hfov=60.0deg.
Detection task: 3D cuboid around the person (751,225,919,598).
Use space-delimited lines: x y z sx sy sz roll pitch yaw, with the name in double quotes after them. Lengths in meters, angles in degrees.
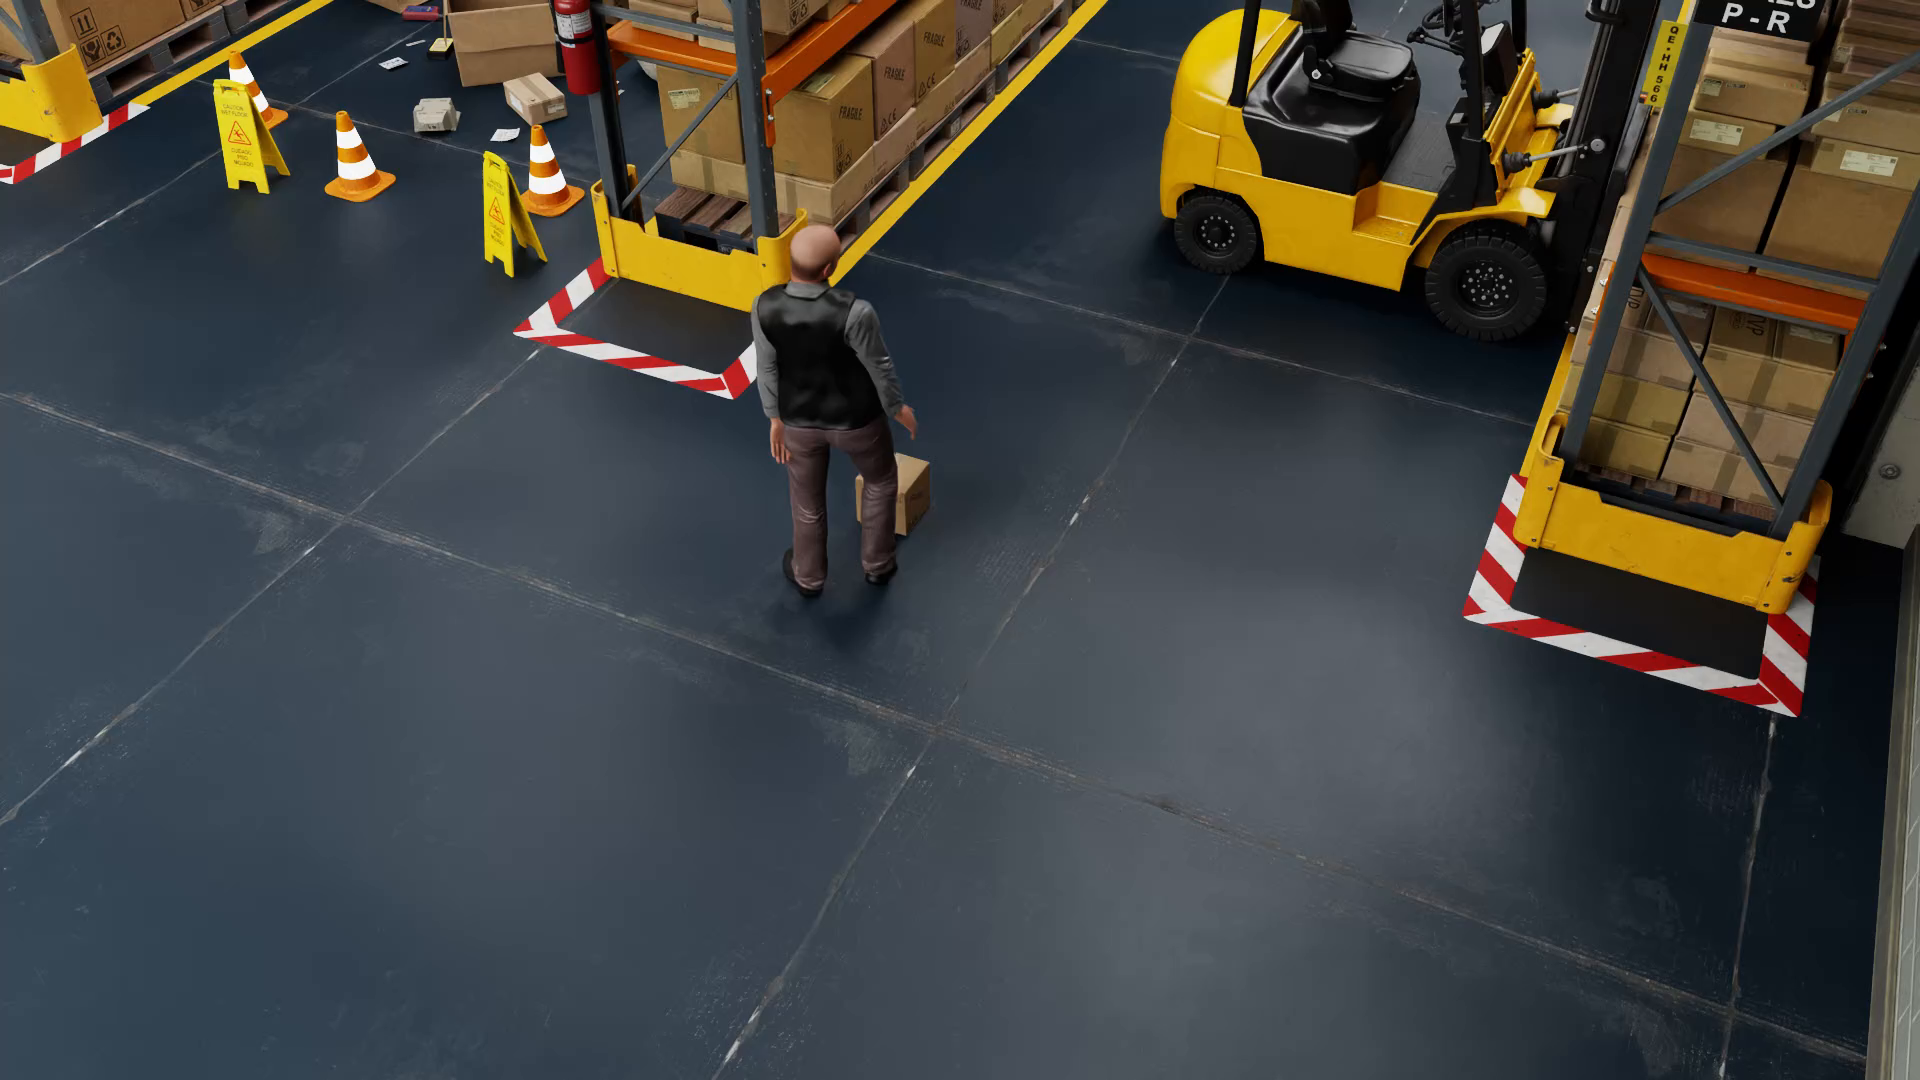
-0.490 -0.479 6.692 0.638 1.751 0.380 6 42 6 "person"
